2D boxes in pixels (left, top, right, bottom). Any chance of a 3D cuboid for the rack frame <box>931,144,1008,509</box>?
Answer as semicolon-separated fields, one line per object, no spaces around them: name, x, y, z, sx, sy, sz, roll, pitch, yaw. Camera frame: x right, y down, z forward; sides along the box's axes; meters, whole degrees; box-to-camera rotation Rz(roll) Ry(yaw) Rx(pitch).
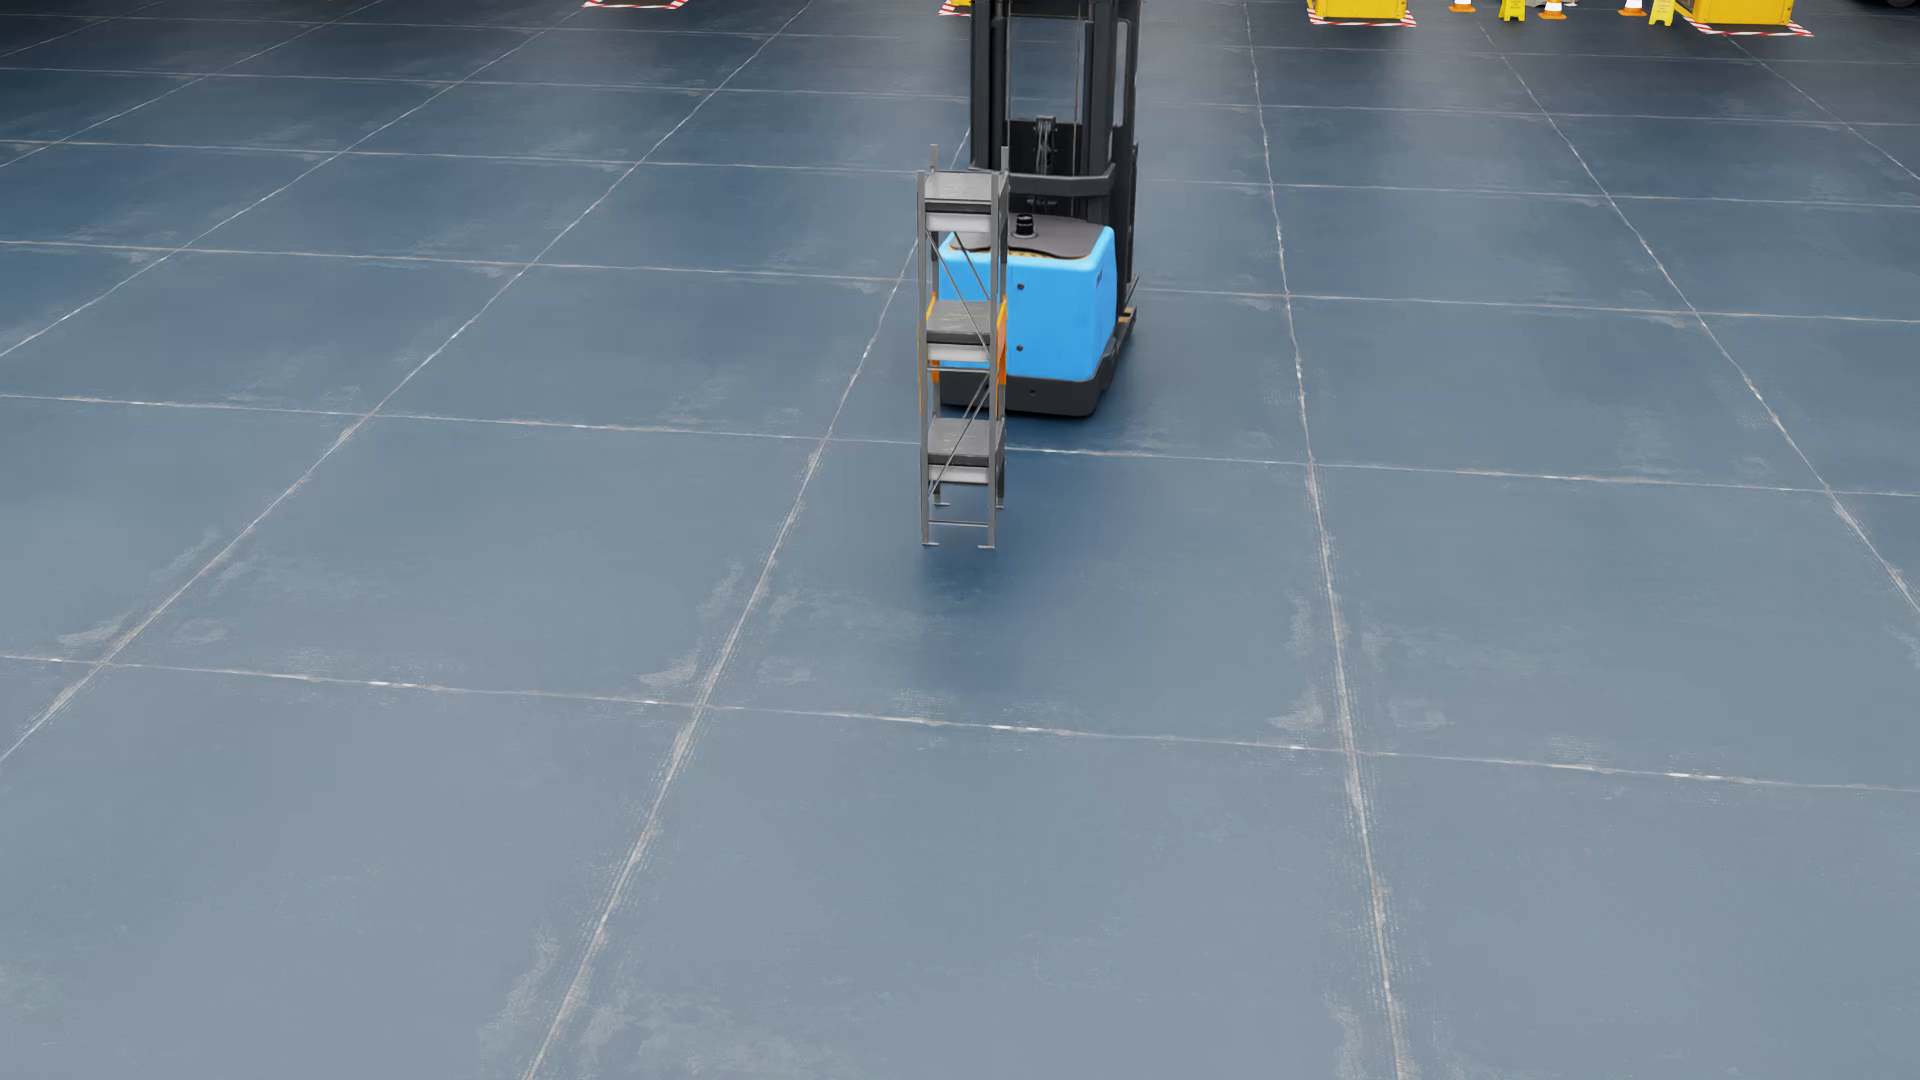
rack frame;0.050;-1.117;9.110;0.400;2.100;0.015;3;28;6

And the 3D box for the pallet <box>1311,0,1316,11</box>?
pallet;5.386;-7.530;23.005;1.003;0.211;1.213;3;28;6

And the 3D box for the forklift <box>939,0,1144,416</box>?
forklift;0.666;-2.757;11.278;1.130;2.935;3.031;6;29;12

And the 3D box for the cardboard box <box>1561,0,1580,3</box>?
cardboard box;8.446;-7.616;23.229;0.380;0.149;0.250;20;34;32

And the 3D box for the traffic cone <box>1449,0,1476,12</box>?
traffic cone;6.840;-7.427;22.549;0.336;0.463;0.334;3;28;6

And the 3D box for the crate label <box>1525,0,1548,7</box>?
crate label;7.954;-7.432;22.901;0.250;0.136;0.298;-11;30;-20

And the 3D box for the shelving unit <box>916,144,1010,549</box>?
shelving unit;0.020;-1.002;8.897;0.431;2.100;0.503;3;28;6

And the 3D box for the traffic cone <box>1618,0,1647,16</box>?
traffic cone;9.063;-7.297;22.307;0.336;0.463;0.334;3;28;6

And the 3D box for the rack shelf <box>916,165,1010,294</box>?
rack shelf;0.020;-1.607;8.571;0.431;0.518;0.480;3;28;6

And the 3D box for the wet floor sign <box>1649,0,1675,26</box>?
wet floor sign;9.205;-7.073;21.699;0.267;0.644;0.232;14;31;24

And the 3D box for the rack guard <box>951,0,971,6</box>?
rack guard;0.465;-7.648;22.919;1.175;0.500;0.348;3;28;6

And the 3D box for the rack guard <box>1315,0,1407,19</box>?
rack guard;5.363;-7.265;22.208;1.175;0.500;0.348;3;28;6

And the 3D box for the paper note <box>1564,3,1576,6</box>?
paper note;8.431;-7.390;22.936;0.148;0.019;0.142;-6;29;-11

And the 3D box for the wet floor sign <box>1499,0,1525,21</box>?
wet floor sign;7.327;-7.212;21.956;0.267;0.644;0.232;-1;28;-3

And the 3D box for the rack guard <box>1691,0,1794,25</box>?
rack guard;10.300;-7.072;21.850;1.175;0.500;0.348;3;28;6

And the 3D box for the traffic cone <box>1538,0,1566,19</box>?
traffic cone;7.920;-7.202;22.130;0.336;0.463;0.334;3;28;6

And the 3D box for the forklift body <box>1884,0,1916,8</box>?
forklift body;13.639;-8.475;22.713;2.313;2.155;1.214;3;28;6

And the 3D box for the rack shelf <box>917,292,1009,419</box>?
rack shelf;0.020;-0.990;8.903;0.431;0.518;0.480;3;28;6

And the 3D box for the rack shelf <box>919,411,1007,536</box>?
rack shelf;0.020;-0.374;9.235;0.431;0.518;0.480;3;28;6

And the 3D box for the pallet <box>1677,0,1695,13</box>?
pallet;10.435;-7.325;22.625;1.003;0.211;1.213;3;28;6

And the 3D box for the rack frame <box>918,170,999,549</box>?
rack frame;-0.010;-0.887;8.683;0.400;2.100;0.015;3;28;6
